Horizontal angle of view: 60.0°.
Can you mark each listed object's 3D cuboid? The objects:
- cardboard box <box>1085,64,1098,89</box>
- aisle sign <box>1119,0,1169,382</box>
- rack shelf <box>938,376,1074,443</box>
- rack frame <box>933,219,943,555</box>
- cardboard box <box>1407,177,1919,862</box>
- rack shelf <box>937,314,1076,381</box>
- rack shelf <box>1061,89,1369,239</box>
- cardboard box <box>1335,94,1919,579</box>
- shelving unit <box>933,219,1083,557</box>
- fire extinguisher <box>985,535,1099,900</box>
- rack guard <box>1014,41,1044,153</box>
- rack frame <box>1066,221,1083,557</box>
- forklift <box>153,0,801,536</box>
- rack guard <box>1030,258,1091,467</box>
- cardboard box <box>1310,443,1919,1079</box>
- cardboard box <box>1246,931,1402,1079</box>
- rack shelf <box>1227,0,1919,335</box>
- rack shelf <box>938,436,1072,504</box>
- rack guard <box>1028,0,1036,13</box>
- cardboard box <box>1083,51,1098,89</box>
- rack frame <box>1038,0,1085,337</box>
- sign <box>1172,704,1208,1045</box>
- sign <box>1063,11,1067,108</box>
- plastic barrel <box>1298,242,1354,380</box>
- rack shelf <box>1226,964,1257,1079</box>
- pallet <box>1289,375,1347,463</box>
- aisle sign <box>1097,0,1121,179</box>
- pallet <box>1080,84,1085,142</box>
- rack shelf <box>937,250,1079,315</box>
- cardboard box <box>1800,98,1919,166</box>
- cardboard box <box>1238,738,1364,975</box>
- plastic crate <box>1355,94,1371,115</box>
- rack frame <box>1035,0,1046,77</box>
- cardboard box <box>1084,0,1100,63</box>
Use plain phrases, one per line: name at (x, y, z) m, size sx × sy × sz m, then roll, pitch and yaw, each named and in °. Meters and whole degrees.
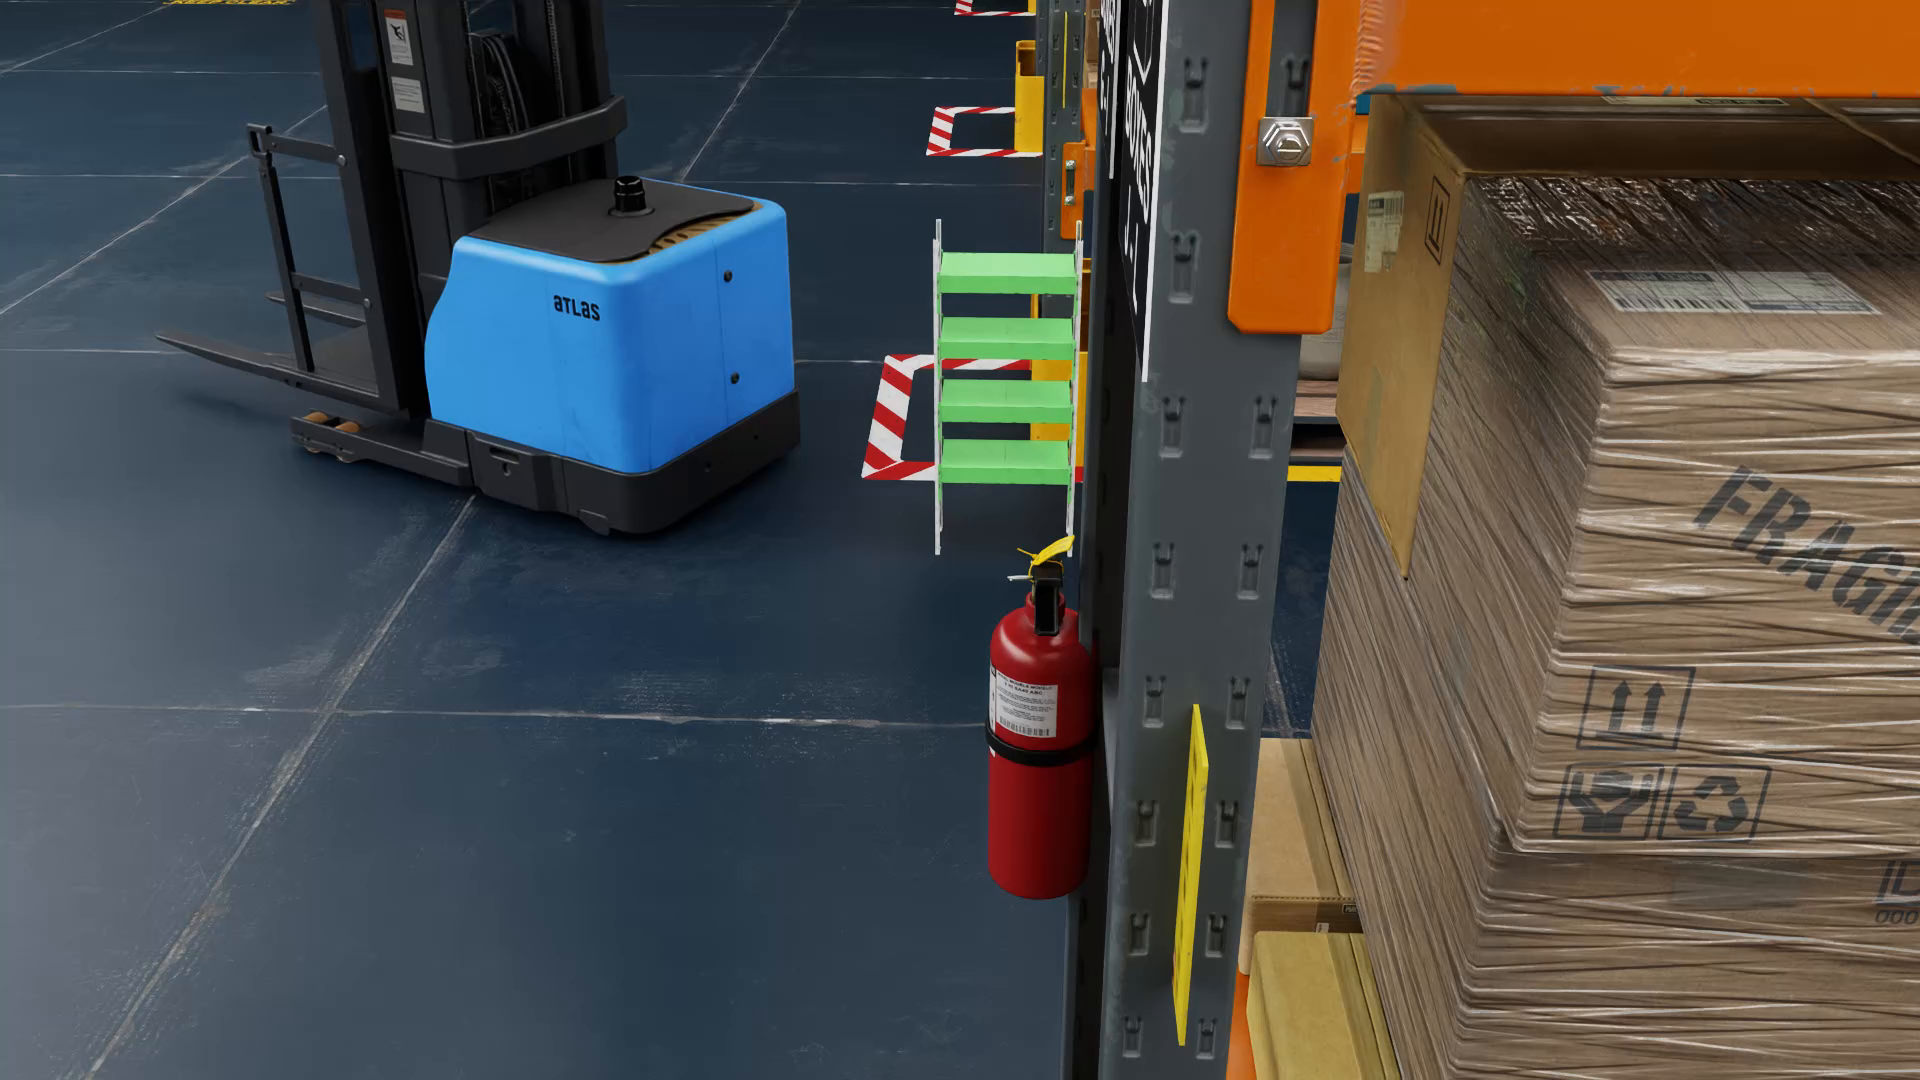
cardboard box at (1.111, -3.054, 11.296) m, size 0.500 × 0.250 × 0.500 m, roll 1°, pitch 28°, yaw 2°
aisle sign at (0.157, -0.569, 1.345) m, size 0.004 × 0.787 × 0.394 m, roll 1°, pitch 28°, yaw 2°
rack shelf at (0.165, -0.471, 5.994) m, size 0.480 × 0.148 × 0.258 m, roll 1°, pitch 28°, yaw 2°
rack frame at (-0.078, -0.531, 5.971) m, size 0.015 × 1.200 × 0.240 m, roll 1°, pitch 28°, yaw 2°
cardboard box at (0.770, -0.041, 1.632) m, size 0.500 × 0.500 × 0.500 m, roll 1°, pitch 28°, yaw 2°
rack shelf at (0.165, -0.683, 5.881) m, size 0.480 × 0.148 × 0.258 m, roll 1°, pitch 28°, yaw 2°
rack shelf at (2.403, -1.527, 6.697) m, size 4.000 × 0.370 × 1.077 m, roll 1°, pitch 28°, yaw 2°
cardboard box at (0.788, -0.284, 2.091) m, size 0.500 × 0.500 × 0.500 m, roll 1°, pitch 28°, yaw 2°
shelving unit at (0.165, -0.527, 5.964) m, size 0.503 × 1.200 × 0.258 m, roll 1°, pitch 28°, yaw 2°
fire extinguisher at (0.132, 0.257, 2.646) m, size 0.183 × 0.674 × 0.296 m, roll 1°, pitch 28°, yaw 2°
rack guard at (0.559, -3.093, 11.550) m, size 0.348 × 0.500 × 1.175 m, roll 1°, pitch 28°, yaw 2°
rack frame at (0.409, -0.523, 5.956) m, size 0.015 × 1.200 × 0.240 m, roll 1°, pitch 28°, yaw 2°
forklift at (-2.187, -1.807, 6.530) m, size 3.031 × 2.935 × 1.130 m, roll 15°, pitch 32°, yaw 27°
rack guard at (0.482, -0.795, 7.215) m, size 0.348 × 0.500 × 1.175 m, roll 1°, pitch 28°, yaw 2°
cardboard box at (0.779, 0.287, 2.083) m, size 0.500 × 0.500 × 0.875 m, roll 1°, pitch 28°, yaw 2°
cardboard box at (0.506, 0.667, 2.056) m, size 0.250 × 0.149 × 0.380 m, roll 1°, pitch 28°, yaw 2°
rack shelf at (2.229, -0.534, 1.621) m, size 4.000 × 0.370 × 1.077 m, roll 1°, pitch 28°, yaw 2°
rack shelf at (0.165, -0.259, 6.106) m, size 0.480 × 0.148 × 0.258 m, roll 1°, pitch 28°, yaw 2°
rack guard at (0.830, -5.410, 15.921) m, size 0.348 × 0.500 × 1.175 m, roll 1°, pitch 28°, yaw 2°
cardboard box at (1.130, -3.297, 11.754) m, size 0.500 × 0.250 × 0.500 m, roll 1°, pitch 28°, yaw 2°
rack frame at (0.405, -1.878, 6.590) m, size 0.127 × 3.000 × 1.000 m, roll 1°, pitch 28°, yaw 2°
sign at (0.211, 0.312, 1.535) m, size 0.005 × 0.325 × 0.100 m, roll 1°, pitch 28°, yaw 2°
sign at (0.381, -1.743, 6.040) m, size 0.005 × 0.325 × 0.100 m, roll 1°, pitch 28°, yaw 2°
plastic barrel at (1.566, -0.981, 7.106) m, size 0.421 × 0.512 × 0.421 m, roll 0°, pitch 28°, yaw 0°
rack shelf at (2.229, 0.791, 2.323) m, size 4.000 × 0.370 × 1.077 m, roll 1°, pitch 28°, yaw 2°
pallet at (1.294, -0.651, 7.253) m, size 1.213 × 0.211 × 1.003 m, roll 1°, pitch 28°, yaw 2°
aisle sign at (0.179, -0.850, 1.875) m, size 0.004 × 0.787 × 0.394 m, roll 1°, pitch 28°, yaw 2°
pallet at (1.349, -2.972, 11.630) m, size 1.213 × 0.211 × 1.003 m, roll 1°, pitch 28°, yaw 2°
rack shelf at (0.165, -0.895, 5.769) m, size 0.480 × 0.148 × 0.258 m, roll 1°, pitch 28°, yaw 2°
cardboard box at (1.288, -0.278, 2.080) m, size 0.500 × 0.500 × 0.500 m, roll 1°, pitch 28°, yaw 2°
cardboard box at (0.522, 0.459, 2.449) m, size 0.250 × 0.149 × 0.380 m, roll 1°, pitch 28°, yaw 2°
plastic crate at (1.564, -1.931, 6.849) m, size 0.408 × 0.251 × 0.499 m, roll 1°, pitch 28°, yaw 2°
rack frame at (0.583, -4.197, 10.964) m, size 0.127 × 3.000 × 1.000 m, roll 1°, pitch 28°, yaw 2°
cardboard box at (1.130, -3.629, 11.580) m, size 0.500 × 0.500 × 0.500 m, roll 1°, pitch 28°, yaw 2°
